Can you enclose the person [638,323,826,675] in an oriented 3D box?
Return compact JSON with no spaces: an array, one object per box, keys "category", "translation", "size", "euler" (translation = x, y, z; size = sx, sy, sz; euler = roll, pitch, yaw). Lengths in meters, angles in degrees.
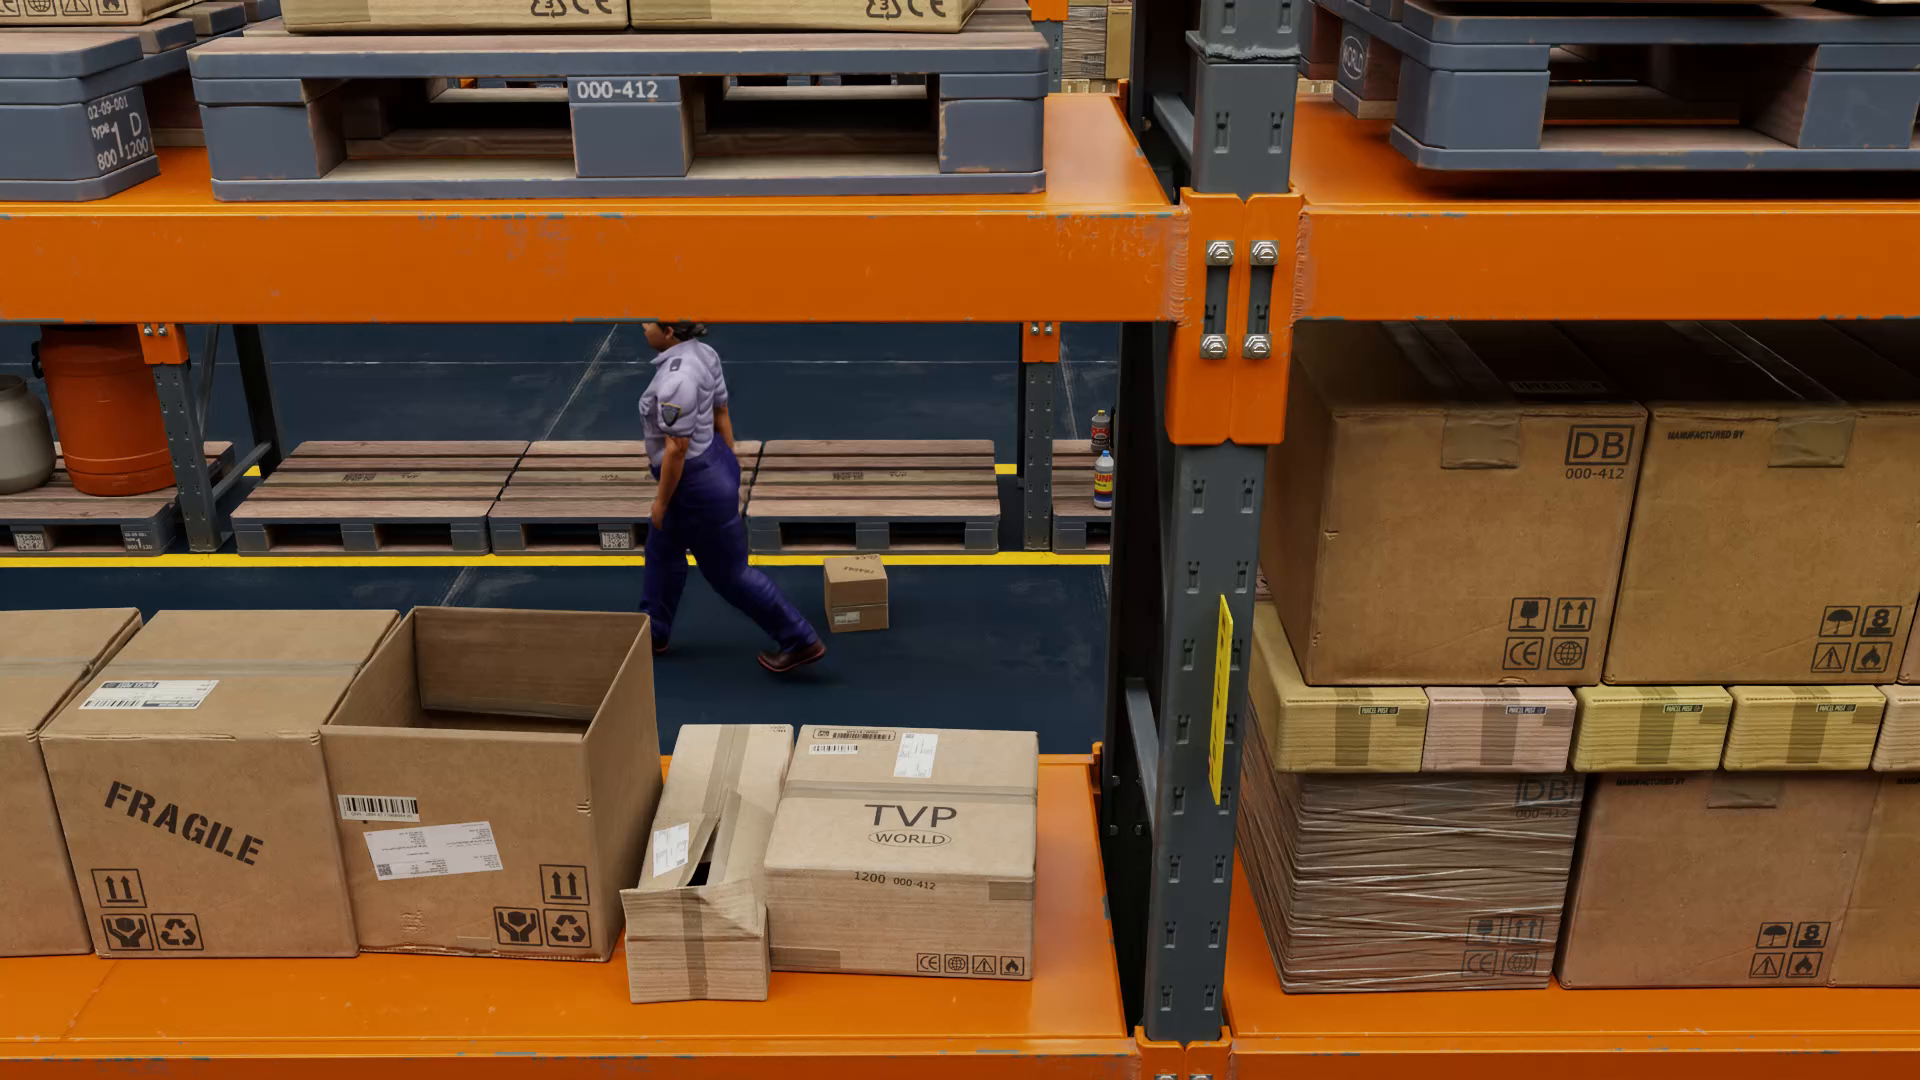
[{"category":"person","translation":[-1.044,-0.211,6.605],"size":[0.971,1.589,0.477],"euler":[0,24,1]}]
